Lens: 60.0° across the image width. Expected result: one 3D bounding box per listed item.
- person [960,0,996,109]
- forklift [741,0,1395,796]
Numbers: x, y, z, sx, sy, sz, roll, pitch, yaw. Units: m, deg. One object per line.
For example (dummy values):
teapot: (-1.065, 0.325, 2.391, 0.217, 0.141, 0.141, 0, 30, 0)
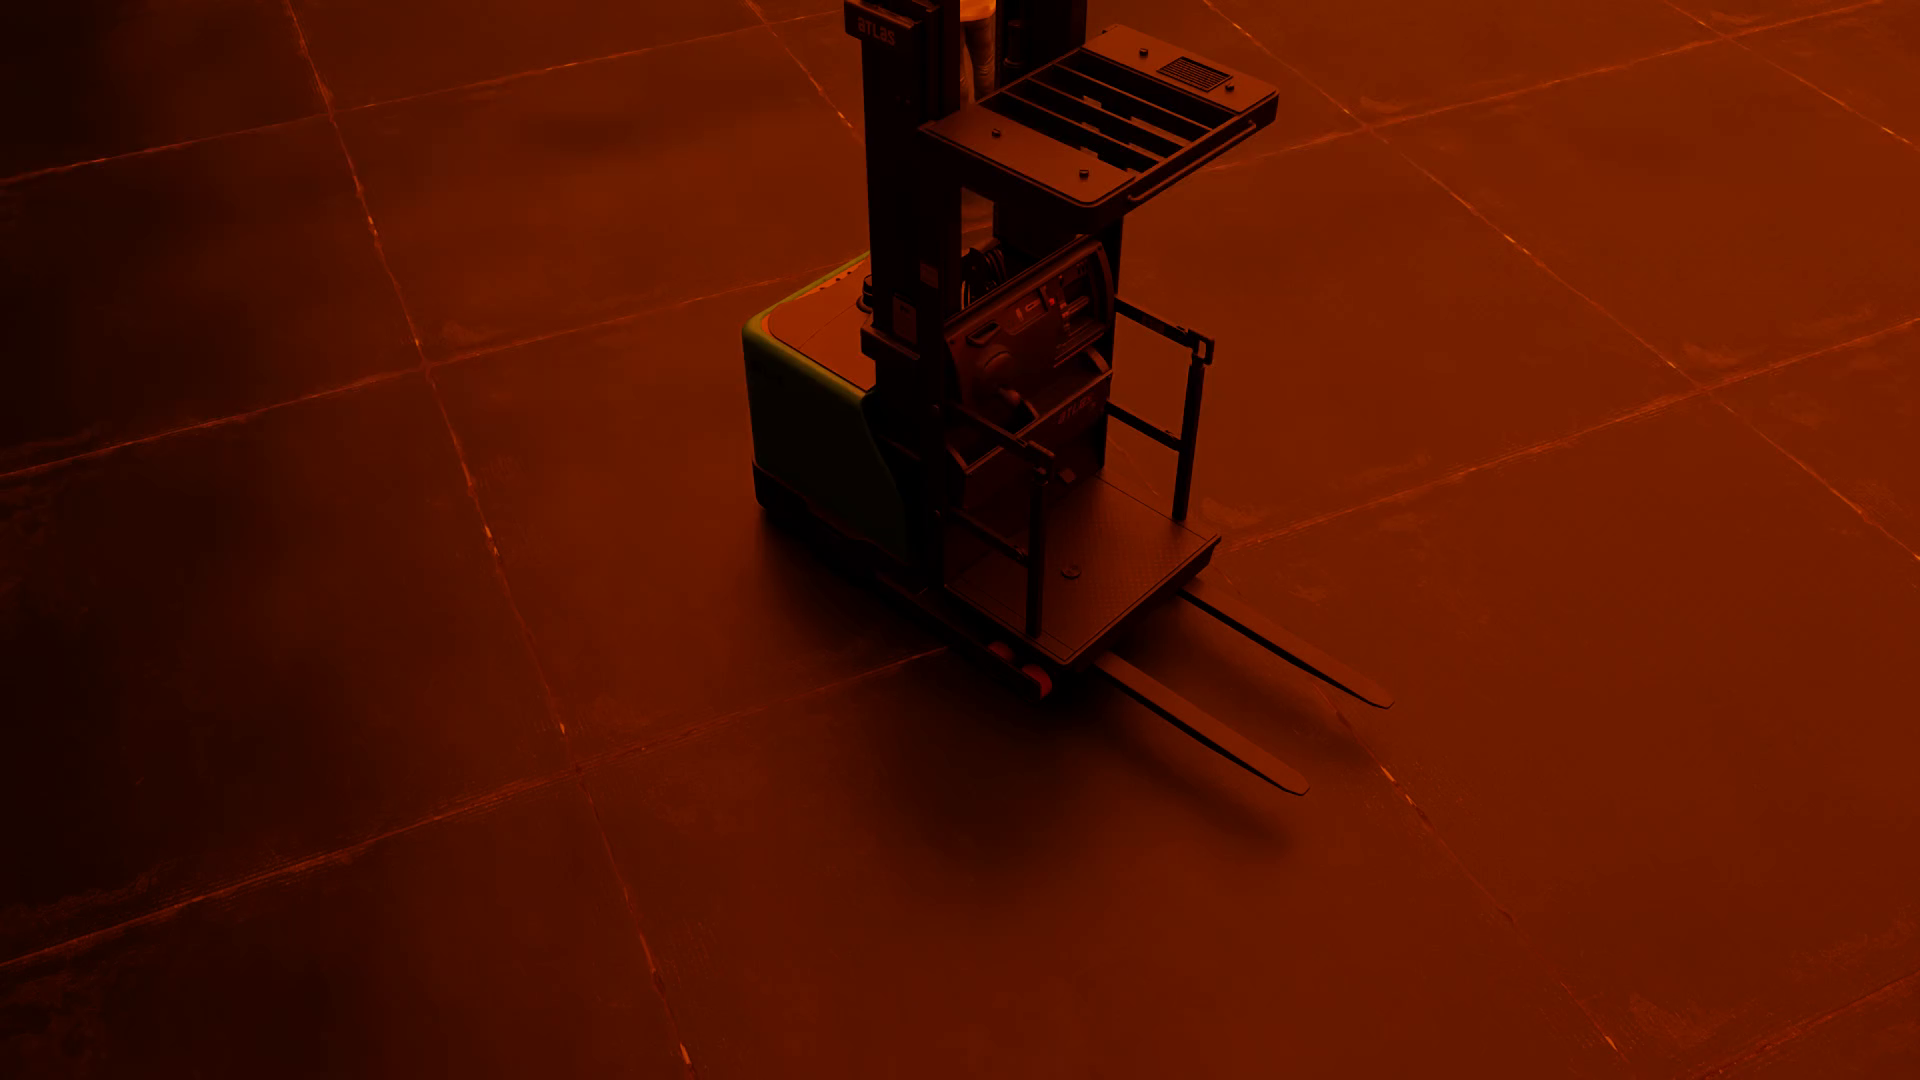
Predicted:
person: (-0.014, -3.243, 9.998, 0.665, 1.767, 0.576, -15, 45, -16)
forklift: (0.445, -0.788, 6.525, 3.031, 2.935, 1.130, 32, 52, 30)
